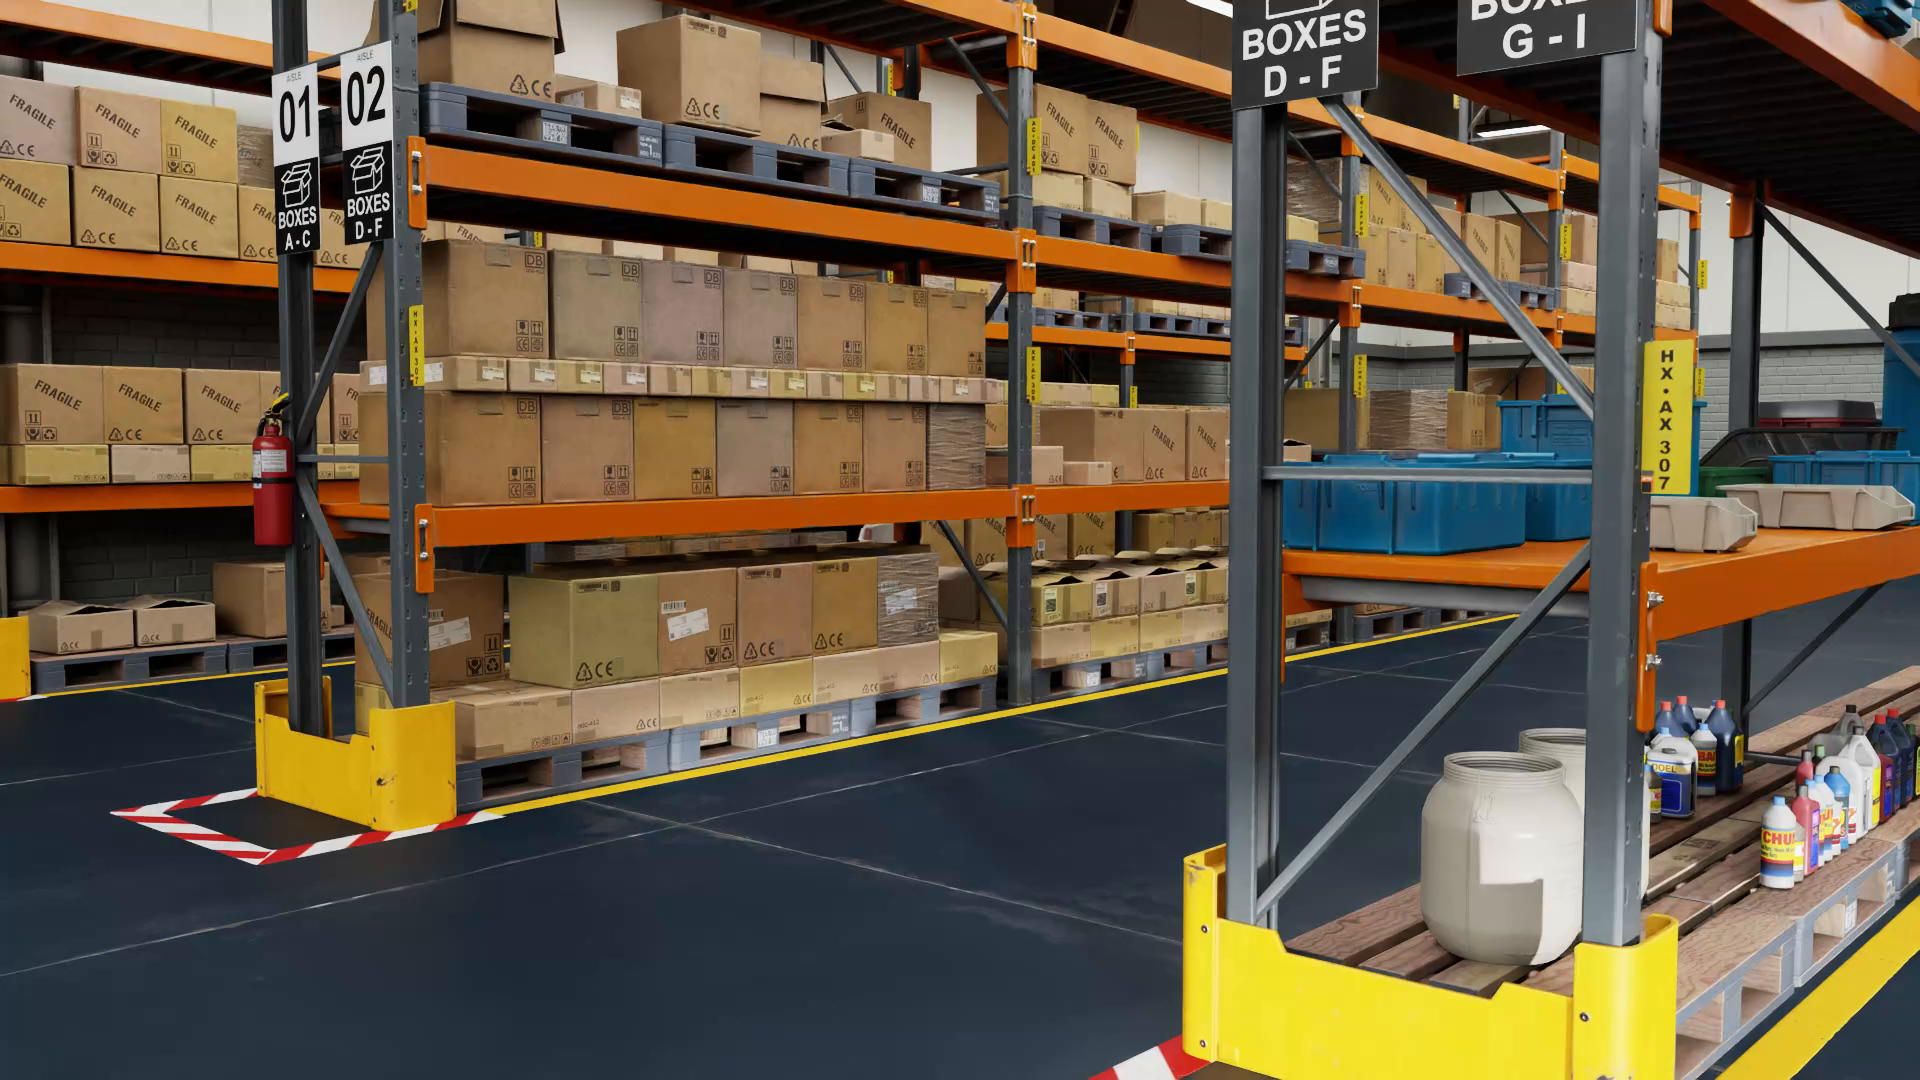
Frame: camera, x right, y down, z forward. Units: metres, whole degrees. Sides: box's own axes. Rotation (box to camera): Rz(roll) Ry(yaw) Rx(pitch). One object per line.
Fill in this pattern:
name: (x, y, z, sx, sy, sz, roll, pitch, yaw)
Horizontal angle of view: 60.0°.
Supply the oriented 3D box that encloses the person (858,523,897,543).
person: (-0.603, -0.076, 12.978, 0.586, 1.799, 0.600, 2, 4, 32)
